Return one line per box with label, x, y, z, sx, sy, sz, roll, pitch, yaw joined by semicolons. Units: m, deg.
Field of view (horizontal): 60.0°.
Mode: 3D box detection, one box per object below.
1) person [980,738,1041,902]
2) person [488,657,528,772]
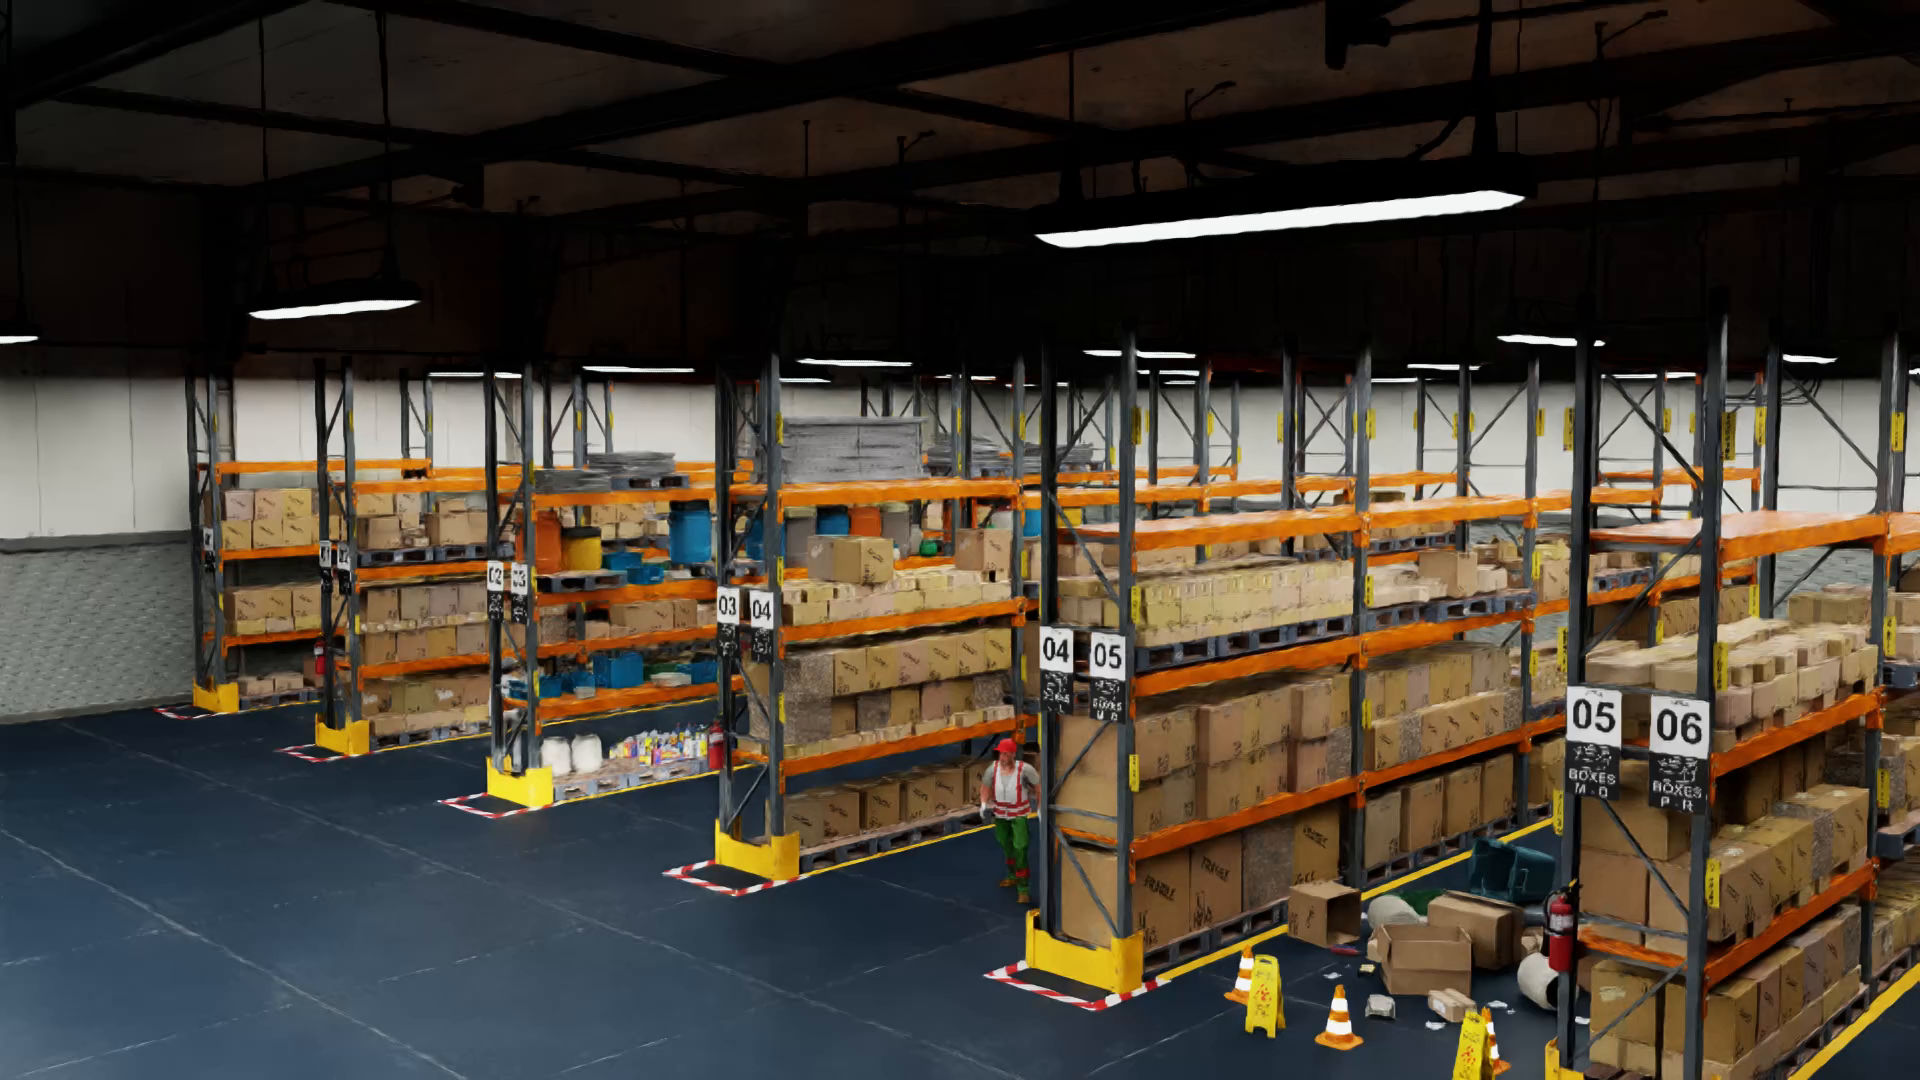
person;0.568;2.937;17.749;0.686;1.716;0.838;2;5;28
person;-6.424;2.504;23.676;0.561;1.667;0.540;-1;5;-19
